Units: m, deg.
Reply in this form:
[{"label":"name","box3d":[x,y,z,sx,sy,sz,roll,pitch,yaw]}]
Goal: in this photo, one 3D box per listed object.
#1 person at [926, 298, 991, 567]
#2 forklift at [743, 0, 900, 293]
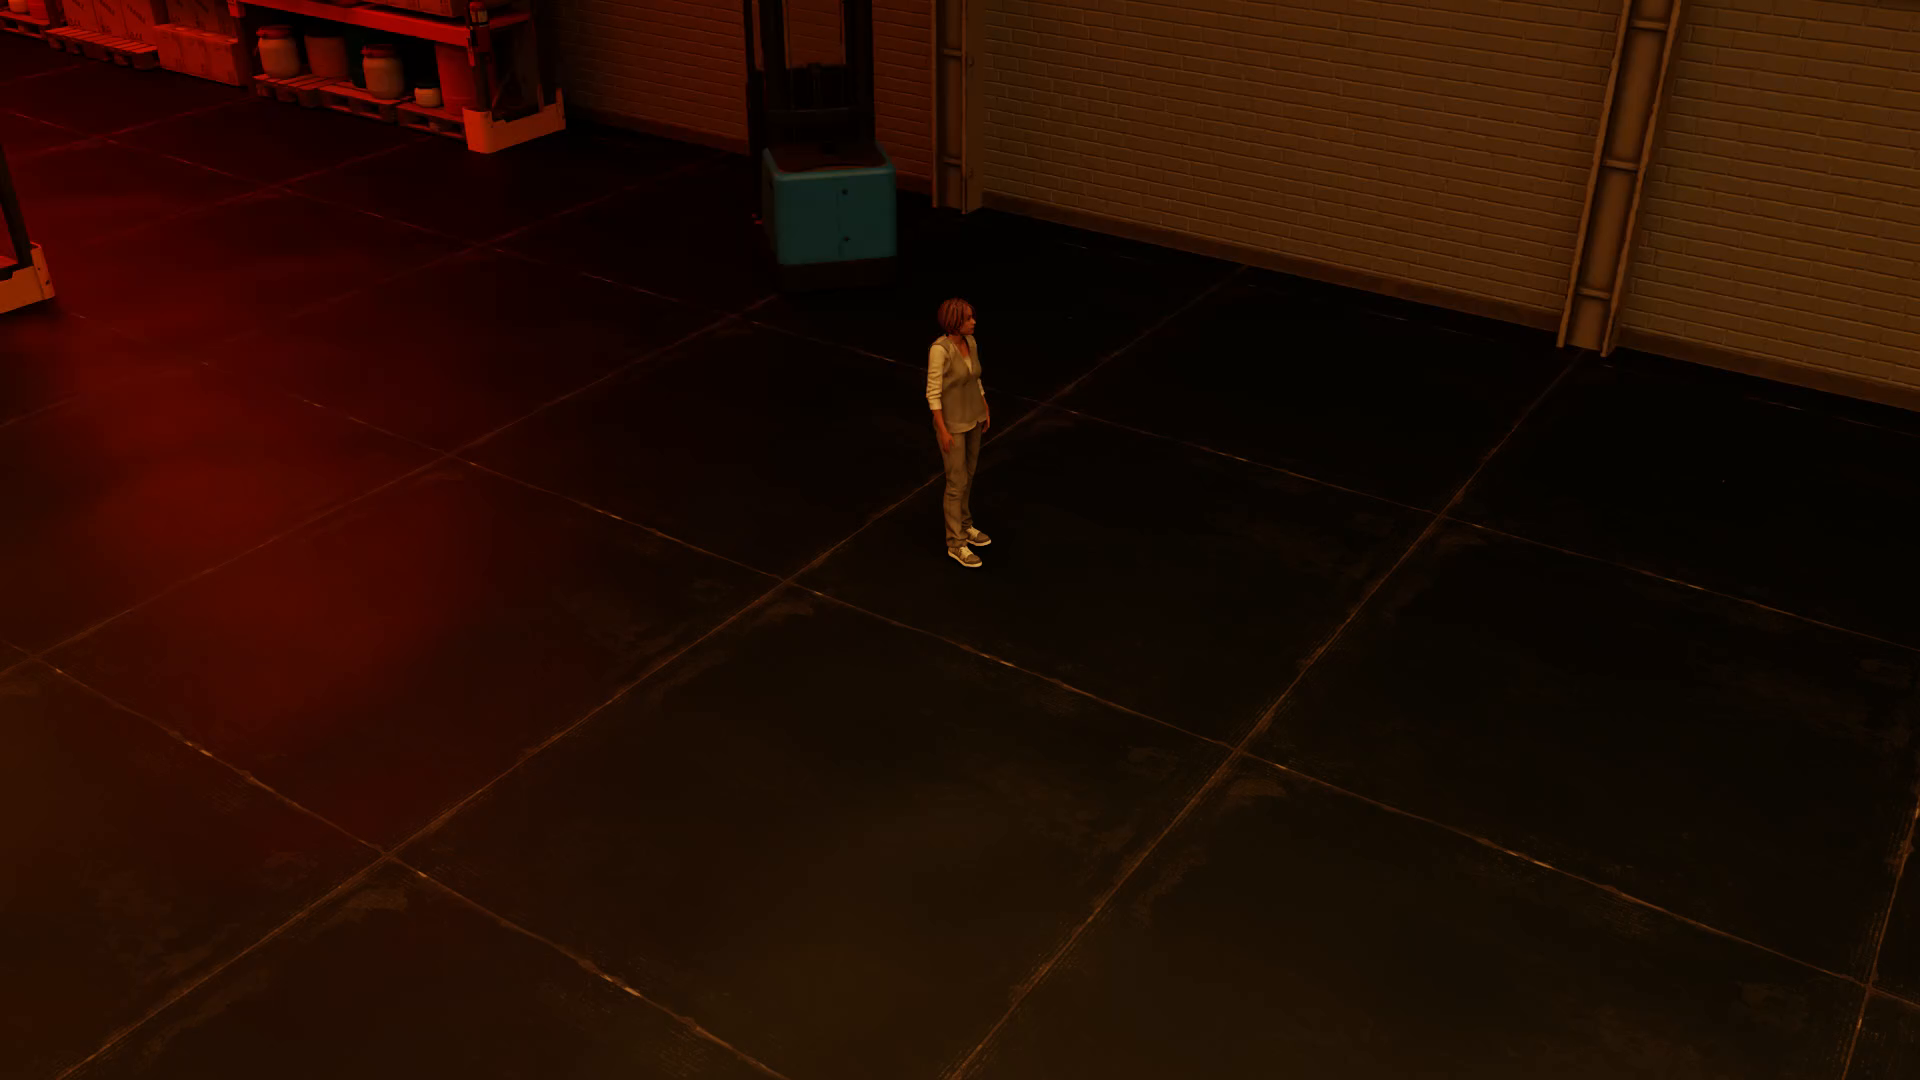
[{"label":"person","box3d":[0.054,-0.670,10.049,0.473,1.599,0.520,19,35,29]},{"label":"forklift","box3d":[-1.343,-4.066,14.583,1.130,2.935,3.031,-7,31,-11]}]
